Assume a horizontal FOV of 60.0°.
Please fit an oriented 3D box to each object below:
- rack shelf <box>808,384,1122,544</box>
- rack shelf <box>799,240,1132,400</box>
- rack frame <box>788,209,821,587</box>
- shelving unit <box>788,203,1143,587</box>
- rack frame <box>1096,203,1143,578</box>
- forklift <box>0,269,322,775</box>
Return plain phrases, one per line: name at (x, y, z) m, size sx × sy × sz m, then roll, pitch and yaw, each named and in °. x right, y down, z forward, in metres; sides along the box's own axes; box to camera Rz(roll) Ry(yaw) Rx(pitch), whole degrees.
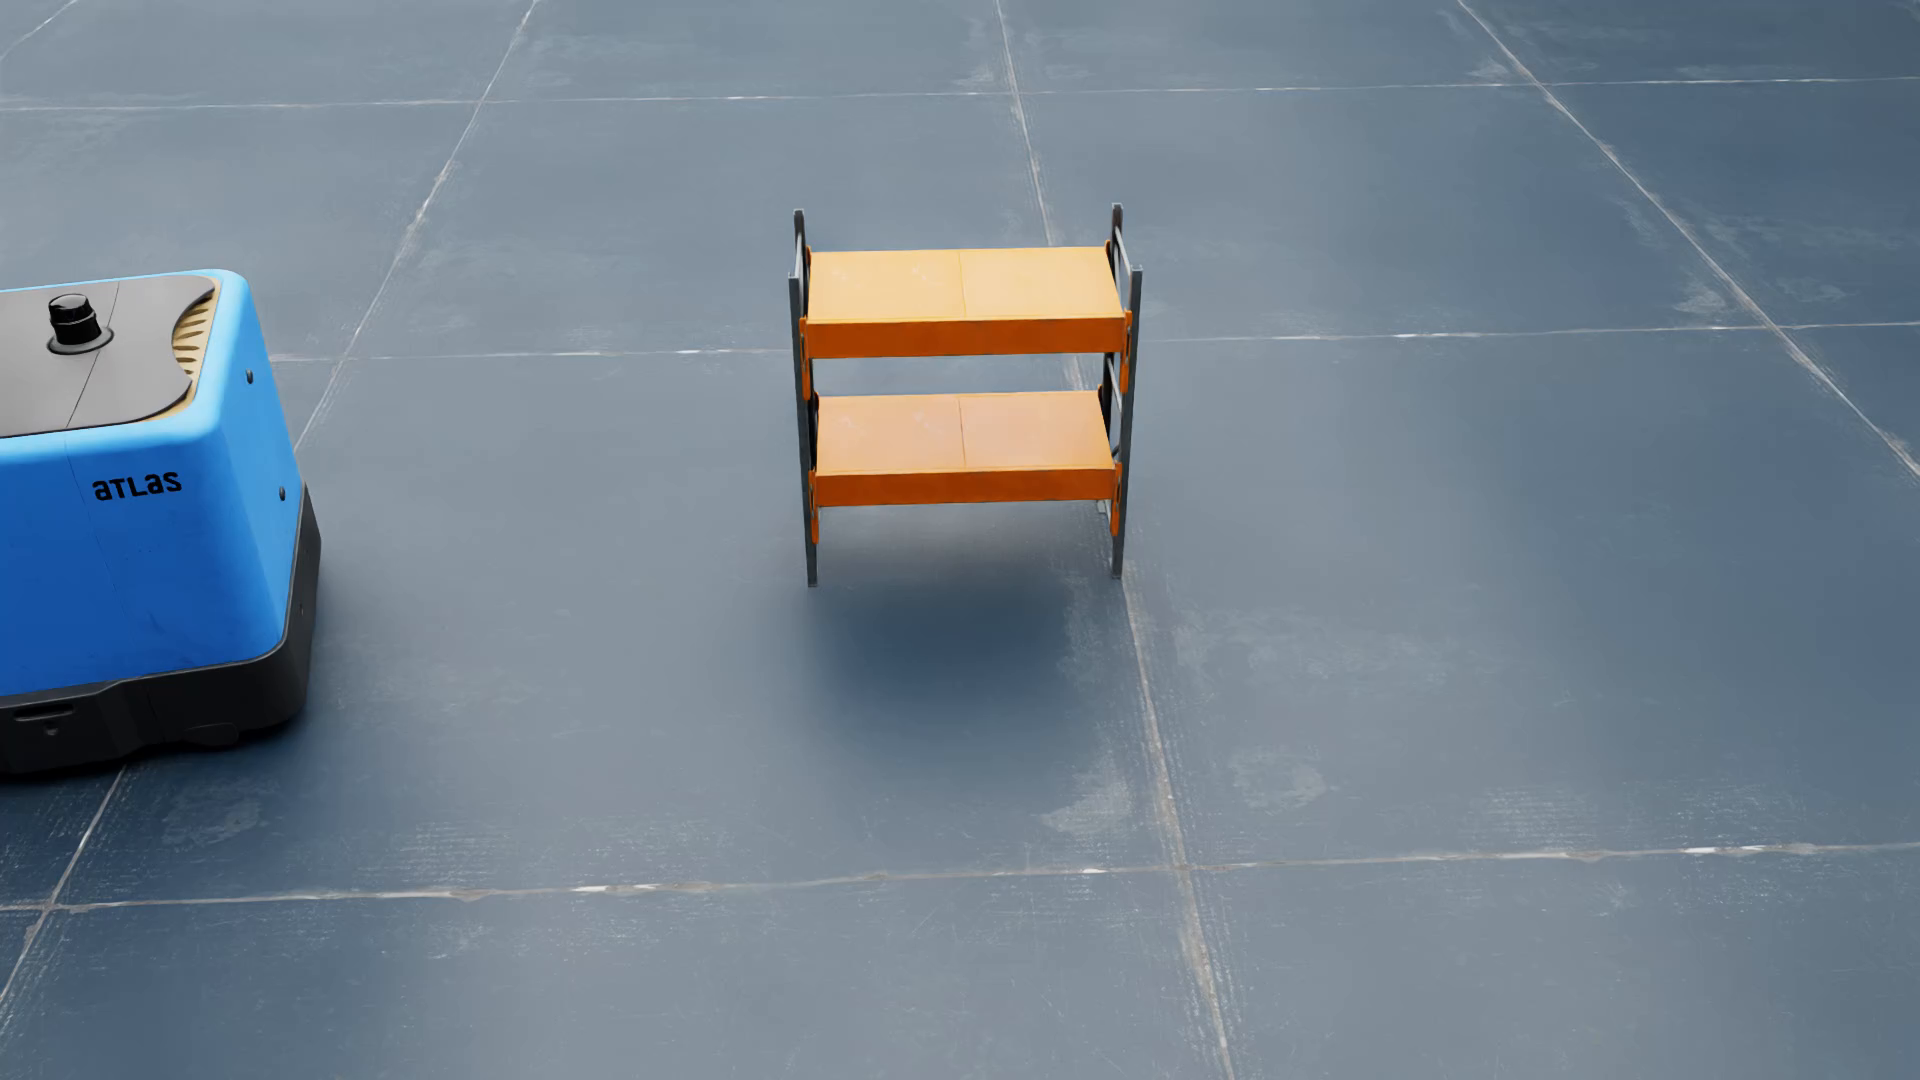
rack shelf at (0.007, -0.262, 5.569) m, size 1.000 × 0.278 × 0.538 m, roll -2°, pitch 35°, yaw -2°
rack shelf at (0.007, -0.703, 5.264) m, size 1.000 × 0.278 × 0.538 m, roll -2°, pitch 35°, yaw -2°
rack frame at (-0.501, -0.449, 5.410) m, size 0.032 × 1.125 × 0.500 m, roll -2°, pitch 35°, yaw -2°
shelving unit at (0.007, -0.463, 5.430) m, size 1.048 × 1.125 × 0.538 m, roll -2°, pitch 35°, yaw -2°
rack frame at (0.515, -0.476, 5.450) m, size 0.032 × 1.125 × 0.500 m, roll -2°, pitch 35°, yaw -2°
forklift at (-3.516, -0.690, 4.171) m, size 3.031 × 2.935 × 1.130 m, roll -8°, pitch 36°, yaw -12°
